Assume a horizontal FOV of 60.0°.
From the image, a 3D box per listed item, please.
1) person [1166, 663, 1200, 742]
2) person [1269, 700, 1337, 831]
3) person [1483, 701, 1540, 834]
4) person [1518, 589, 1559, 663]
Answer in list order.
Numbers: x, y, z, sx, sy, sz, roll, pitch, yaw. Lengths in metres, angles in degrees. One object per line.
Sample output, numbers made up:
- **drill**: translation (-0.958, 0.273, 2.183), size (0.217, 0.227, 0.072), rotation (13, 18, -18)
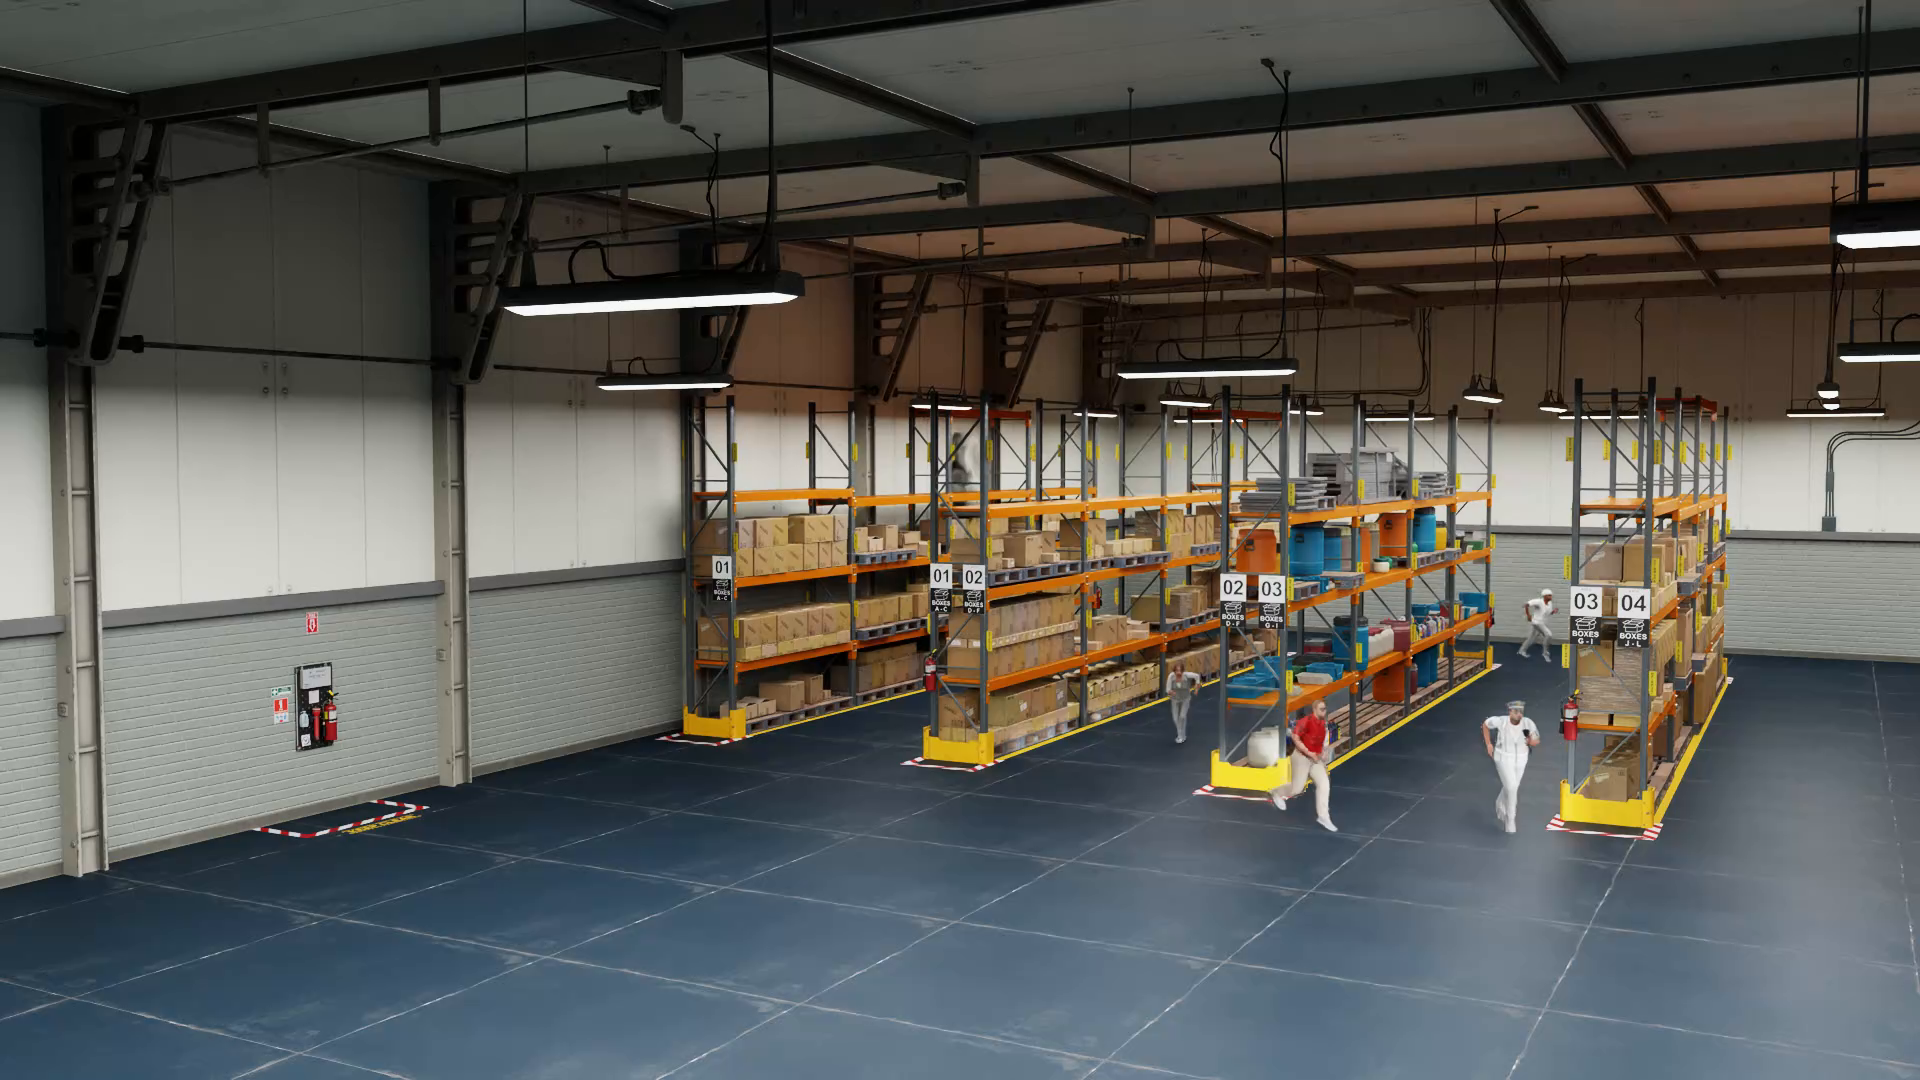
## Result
- **person**: translation (3.816, 2.785, 28.464), size (0.570, 1.433, 0.829), rotation (1, 3, 14)
- **person**: translation (4.641, 2.993, 22.385), size (0.663, 1.729, 1.082), rotation (-2, 4, -39)
- **person**: translation (7.328, 2.982, 22.156), size (0.651, 1.787, 0.970), rotation (0, 3, -5)
- **person**: translation (13.856, 2.048, 39.892), size (0.957, 1.767, 0.689), rotation (3, 4, 43)
